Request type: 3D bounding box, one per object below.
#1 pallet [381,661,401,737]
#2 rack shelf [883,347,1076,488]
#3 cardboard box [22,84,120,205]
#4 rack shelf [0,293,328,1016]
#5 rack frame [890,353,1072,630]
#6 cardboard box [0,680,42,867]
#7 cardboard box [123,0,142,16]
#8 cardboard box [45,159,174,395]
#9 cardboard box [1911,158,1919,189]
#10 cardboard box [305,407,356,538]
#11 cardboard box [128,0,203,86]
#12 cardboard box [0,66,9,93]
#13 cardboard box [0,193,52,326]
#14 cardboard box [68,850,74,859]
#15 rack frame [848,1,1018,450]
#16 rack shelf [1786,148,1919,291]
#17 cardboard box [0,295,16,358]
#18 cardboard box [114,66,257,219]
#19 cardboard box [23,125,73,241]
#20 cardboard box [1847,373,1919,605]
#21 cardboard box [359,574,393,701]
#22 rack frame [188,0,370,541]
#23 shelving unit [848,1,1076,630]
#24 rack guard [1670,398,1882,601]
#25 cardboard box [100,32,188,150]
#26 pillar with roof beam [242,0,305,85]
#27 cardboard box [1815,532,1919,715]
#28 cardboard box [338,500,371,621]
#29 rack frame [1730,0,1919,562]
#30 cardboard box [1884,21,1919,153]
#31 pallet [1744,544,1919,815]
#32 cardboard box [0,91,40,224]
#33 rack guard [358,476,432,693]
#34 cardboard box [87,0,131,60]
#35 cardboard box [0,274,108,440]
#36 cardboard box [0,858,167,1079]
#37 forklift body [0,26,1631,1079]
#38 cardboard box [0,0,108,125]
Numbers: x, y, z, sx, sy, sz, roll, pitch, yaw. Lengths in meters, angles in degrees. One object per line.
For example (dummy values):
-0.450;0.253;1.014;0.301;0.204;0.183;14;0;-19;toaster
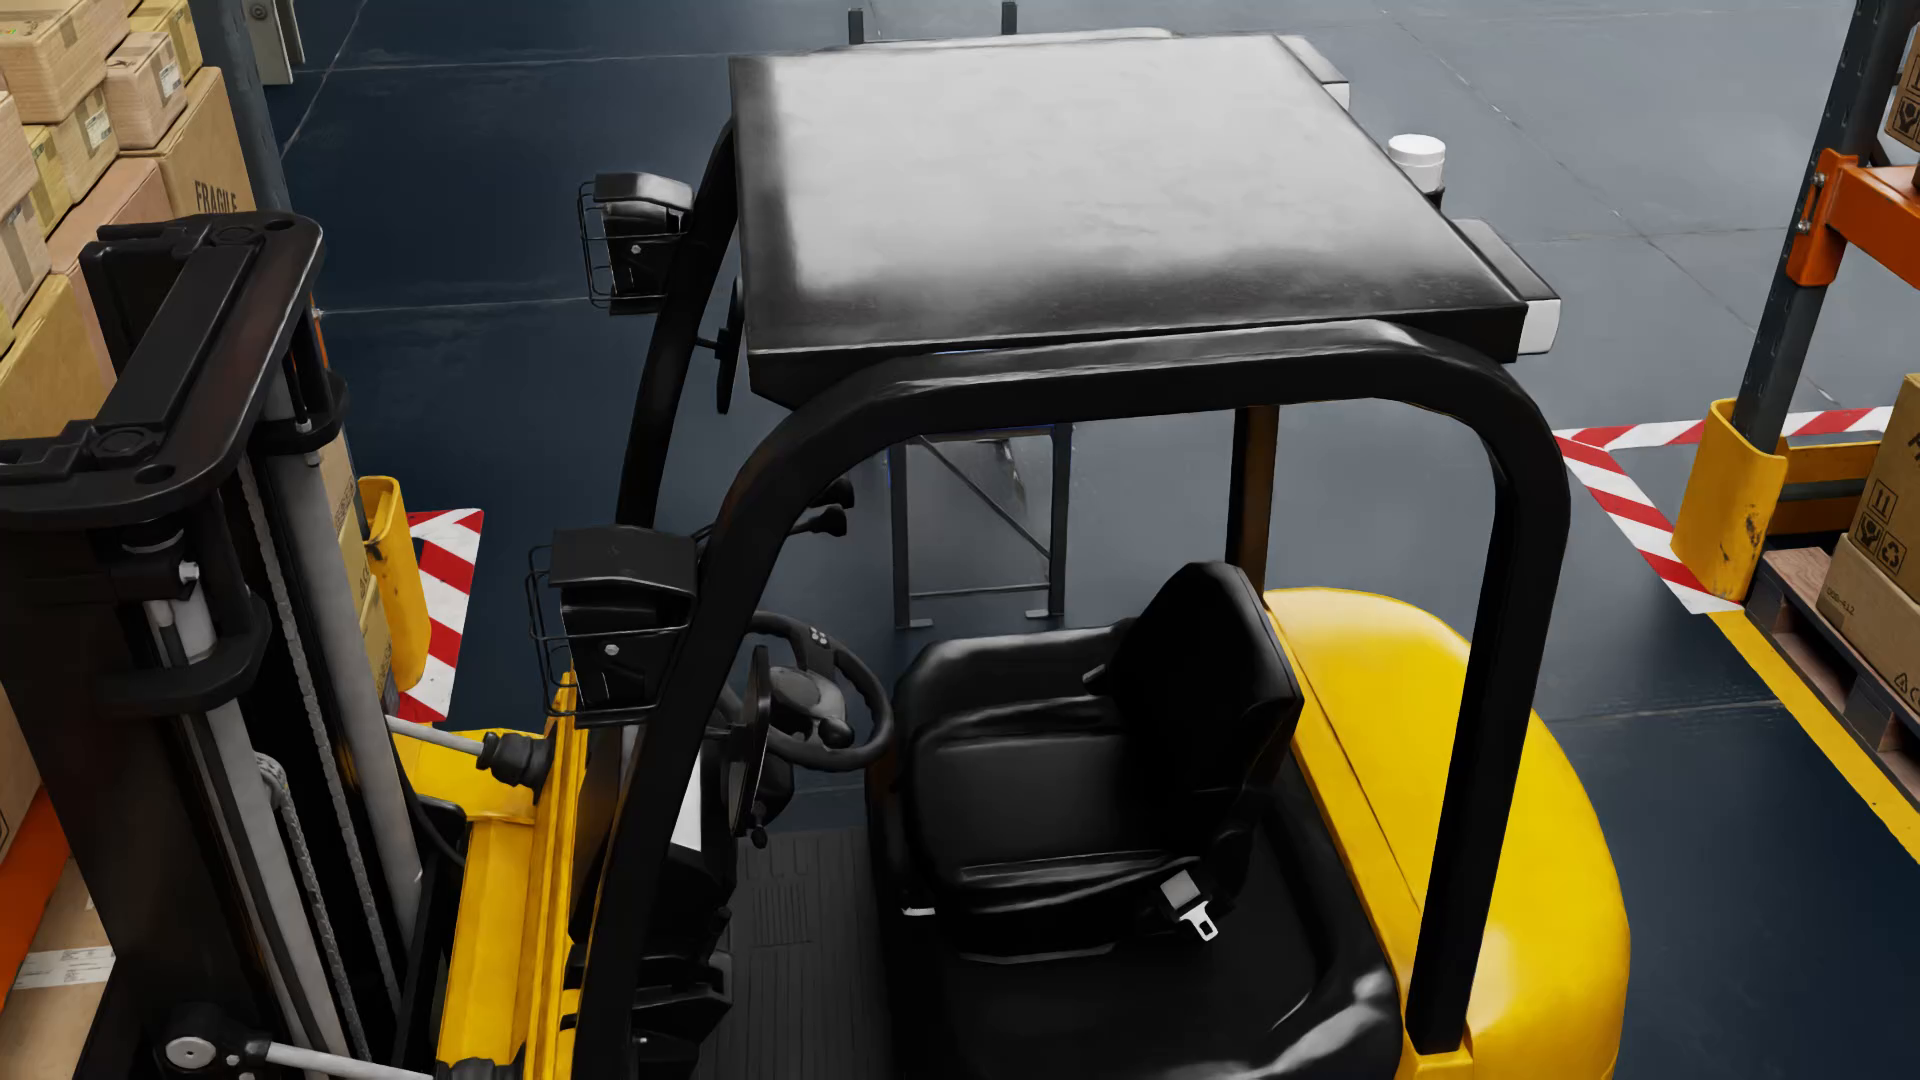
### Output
-1.962;0.720;4.006;1.003;0.211;1.213;-4;35;-6;pallet
-0.011;-0.519;4.999;0.538;0.185;1.000;-4;35;-6;rack shelf
-1.744;-0.703;2.954;0.380;0.149;0.250;-4;34;-5;cardboard box
-1.837;0.557;2.407;1.077;0.370;4.000;-4;35;-6;rack shelf
0.057;-0.384;4.481;0.500;1.500;0.032;-4;35;-6;rack frame
-1.571;0.213;2.185;0.500;0.500;0.500;-4;34;-6;cardboard box
-1.849;-1.104;3.278;0.380;0.149;0.250;-4;35;-6;cardboard box
-1.719;-0.352;3.015;0.500;0.500;0.500;-3;34;-5;cardboard box
2.653;-0.925;4.167;0.380;0.149;0.250;-4;35;-6;cardboard box
-1.735;-0.073;3.874;0.500;0.250;0.500;-3;34;-5;cardboard box
-1.782;-0.993;3.379;0.380;0.149;0.250;-4;34;-6;cardboard box
-1.763;-0.681;2.656;0.380;0.149;0.250;-4;34;-6;cardboard box
-1.639;-0.419;2.536;0.380;0.149;0.250;-5;35;-8;cardboard box
-1.583;0.492;3.045;0.500;0.250;0.500;-4;34;-6;cardboard box
-0.080;-0.951;5.314;0.500;1.500;0.032;-4;35;-6;rack frame
3.081;0.179;2.962;1.077;0.370;4.000;-4;35;-6;rack shelf
-1.585;-0.279;2.331;0.380;0.149;0.250;-4;34;-6;cardboard box
-1.780;-0.643;3.440;0.500;0.500;0.500;-5;35;-7;cardboard box
-1.722;-0.564;2.749;0.380;0.149;0.250;-5;35;-7;cardboard box
2.650;-0.097;4.131;0.500;0.500;0.500;-5;35;-8;cardboard box
-1.730;0.345;4.149;0.500;0.250;0.500;-4;34;-6;cardboard box
-2.106;-0.856;3.842;1.000;3.000;0.127;-4;35;-6;rack frame
-0.011;-0.667;4.897;0.538;1.500;1.048;-4;35;-6;shelving unit
2.822;-0.159;5.039;1.175;0.500;0.348;-4;35;-6;rack guard
-1.718;-0.853;3.173;0.380;0.149;0.250;-4;34;-6;cardboard box
0.553;-6.552;6.874;9.100;9.000;0.400;-4;35;-6;pillar with roof beam
2.646;0.200;4.362;0.500;0.250;0.500;-5;35;-7;cardboard box
-1.731;0.148;3.994;0.500;0.250;0.500;-5;35;-7;cardboard box
2.812;-1.234;4.397;1.000;3.000;0.127;-4;35;-6;rack frame
2.601;-1.113;3.866;0.500;0.500;0.500;-5;35;-7;cardboard box
2.896;0.417;4.451;1.003;0.211;1.213;-4;35;-6;pallet
-1.618;-0.544;2.455;0.380;0.149;0.250;-4;34;-5;cardboard box
-2.109;0.164;4.566;1.175;0.500;0.348;-4;35;-6;rack guard
-1.785;-0.969;3.079;0.380;0.149;0.250;-4;35;-6;cardboard box
-1.650;-0.066;2.595;0.500;0.500;0.500;-5;35;-7;cardboard box
-1.522;0.776;2.629;0.500;0.250;0.500;-5;35;-7;cardboard box
-0.043;0.415;2.731;2.313;2.155;1.214;-4;35;-6;forklift body
-1.723;-0.825;2.868;0.380;0.149;0.250;-4;34;-5;cardboard box
